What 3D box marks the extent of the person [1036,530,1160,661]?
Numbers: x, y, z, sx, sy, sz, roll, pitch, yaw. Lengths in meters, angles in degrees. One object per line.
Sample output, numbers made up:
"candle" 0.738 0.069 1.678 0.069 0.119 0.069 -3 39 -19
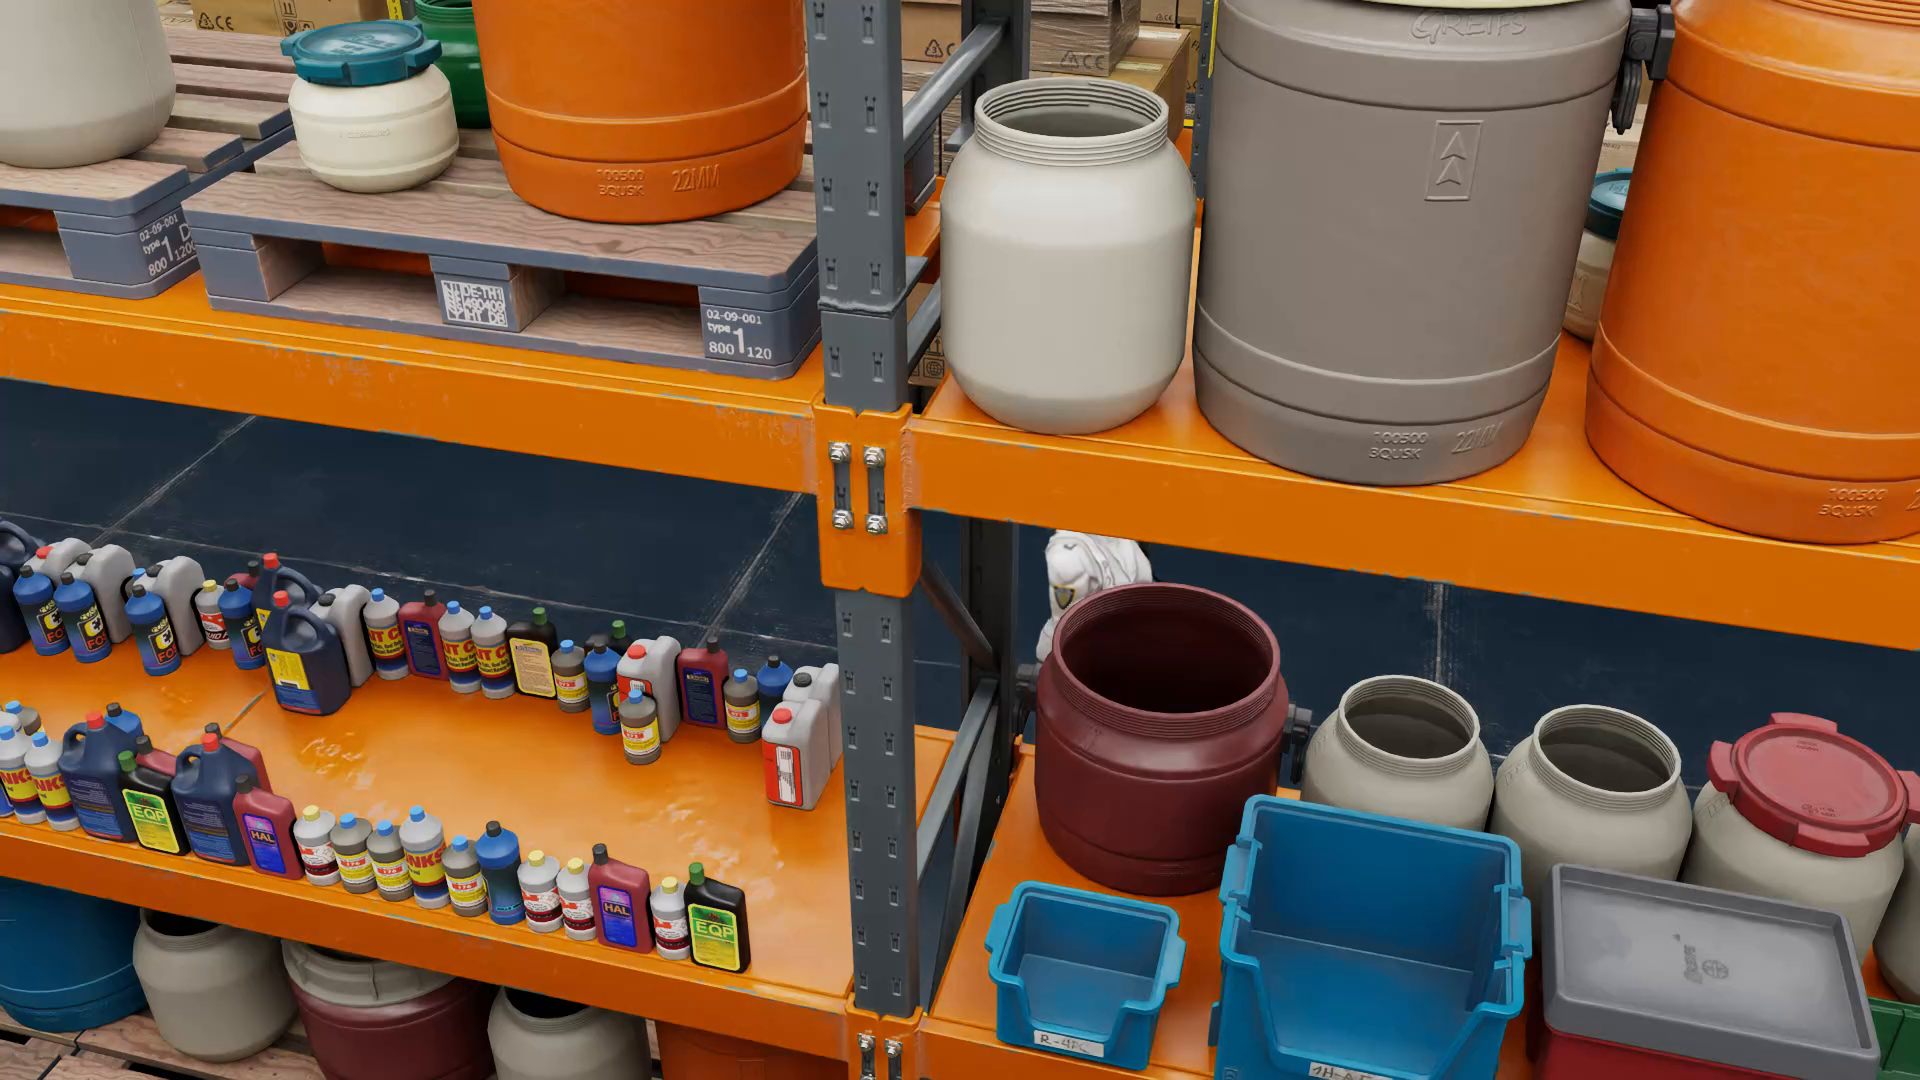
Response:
"person" 0.462 0.418 5.515 0.366 1.654 0.482 20 38 27
